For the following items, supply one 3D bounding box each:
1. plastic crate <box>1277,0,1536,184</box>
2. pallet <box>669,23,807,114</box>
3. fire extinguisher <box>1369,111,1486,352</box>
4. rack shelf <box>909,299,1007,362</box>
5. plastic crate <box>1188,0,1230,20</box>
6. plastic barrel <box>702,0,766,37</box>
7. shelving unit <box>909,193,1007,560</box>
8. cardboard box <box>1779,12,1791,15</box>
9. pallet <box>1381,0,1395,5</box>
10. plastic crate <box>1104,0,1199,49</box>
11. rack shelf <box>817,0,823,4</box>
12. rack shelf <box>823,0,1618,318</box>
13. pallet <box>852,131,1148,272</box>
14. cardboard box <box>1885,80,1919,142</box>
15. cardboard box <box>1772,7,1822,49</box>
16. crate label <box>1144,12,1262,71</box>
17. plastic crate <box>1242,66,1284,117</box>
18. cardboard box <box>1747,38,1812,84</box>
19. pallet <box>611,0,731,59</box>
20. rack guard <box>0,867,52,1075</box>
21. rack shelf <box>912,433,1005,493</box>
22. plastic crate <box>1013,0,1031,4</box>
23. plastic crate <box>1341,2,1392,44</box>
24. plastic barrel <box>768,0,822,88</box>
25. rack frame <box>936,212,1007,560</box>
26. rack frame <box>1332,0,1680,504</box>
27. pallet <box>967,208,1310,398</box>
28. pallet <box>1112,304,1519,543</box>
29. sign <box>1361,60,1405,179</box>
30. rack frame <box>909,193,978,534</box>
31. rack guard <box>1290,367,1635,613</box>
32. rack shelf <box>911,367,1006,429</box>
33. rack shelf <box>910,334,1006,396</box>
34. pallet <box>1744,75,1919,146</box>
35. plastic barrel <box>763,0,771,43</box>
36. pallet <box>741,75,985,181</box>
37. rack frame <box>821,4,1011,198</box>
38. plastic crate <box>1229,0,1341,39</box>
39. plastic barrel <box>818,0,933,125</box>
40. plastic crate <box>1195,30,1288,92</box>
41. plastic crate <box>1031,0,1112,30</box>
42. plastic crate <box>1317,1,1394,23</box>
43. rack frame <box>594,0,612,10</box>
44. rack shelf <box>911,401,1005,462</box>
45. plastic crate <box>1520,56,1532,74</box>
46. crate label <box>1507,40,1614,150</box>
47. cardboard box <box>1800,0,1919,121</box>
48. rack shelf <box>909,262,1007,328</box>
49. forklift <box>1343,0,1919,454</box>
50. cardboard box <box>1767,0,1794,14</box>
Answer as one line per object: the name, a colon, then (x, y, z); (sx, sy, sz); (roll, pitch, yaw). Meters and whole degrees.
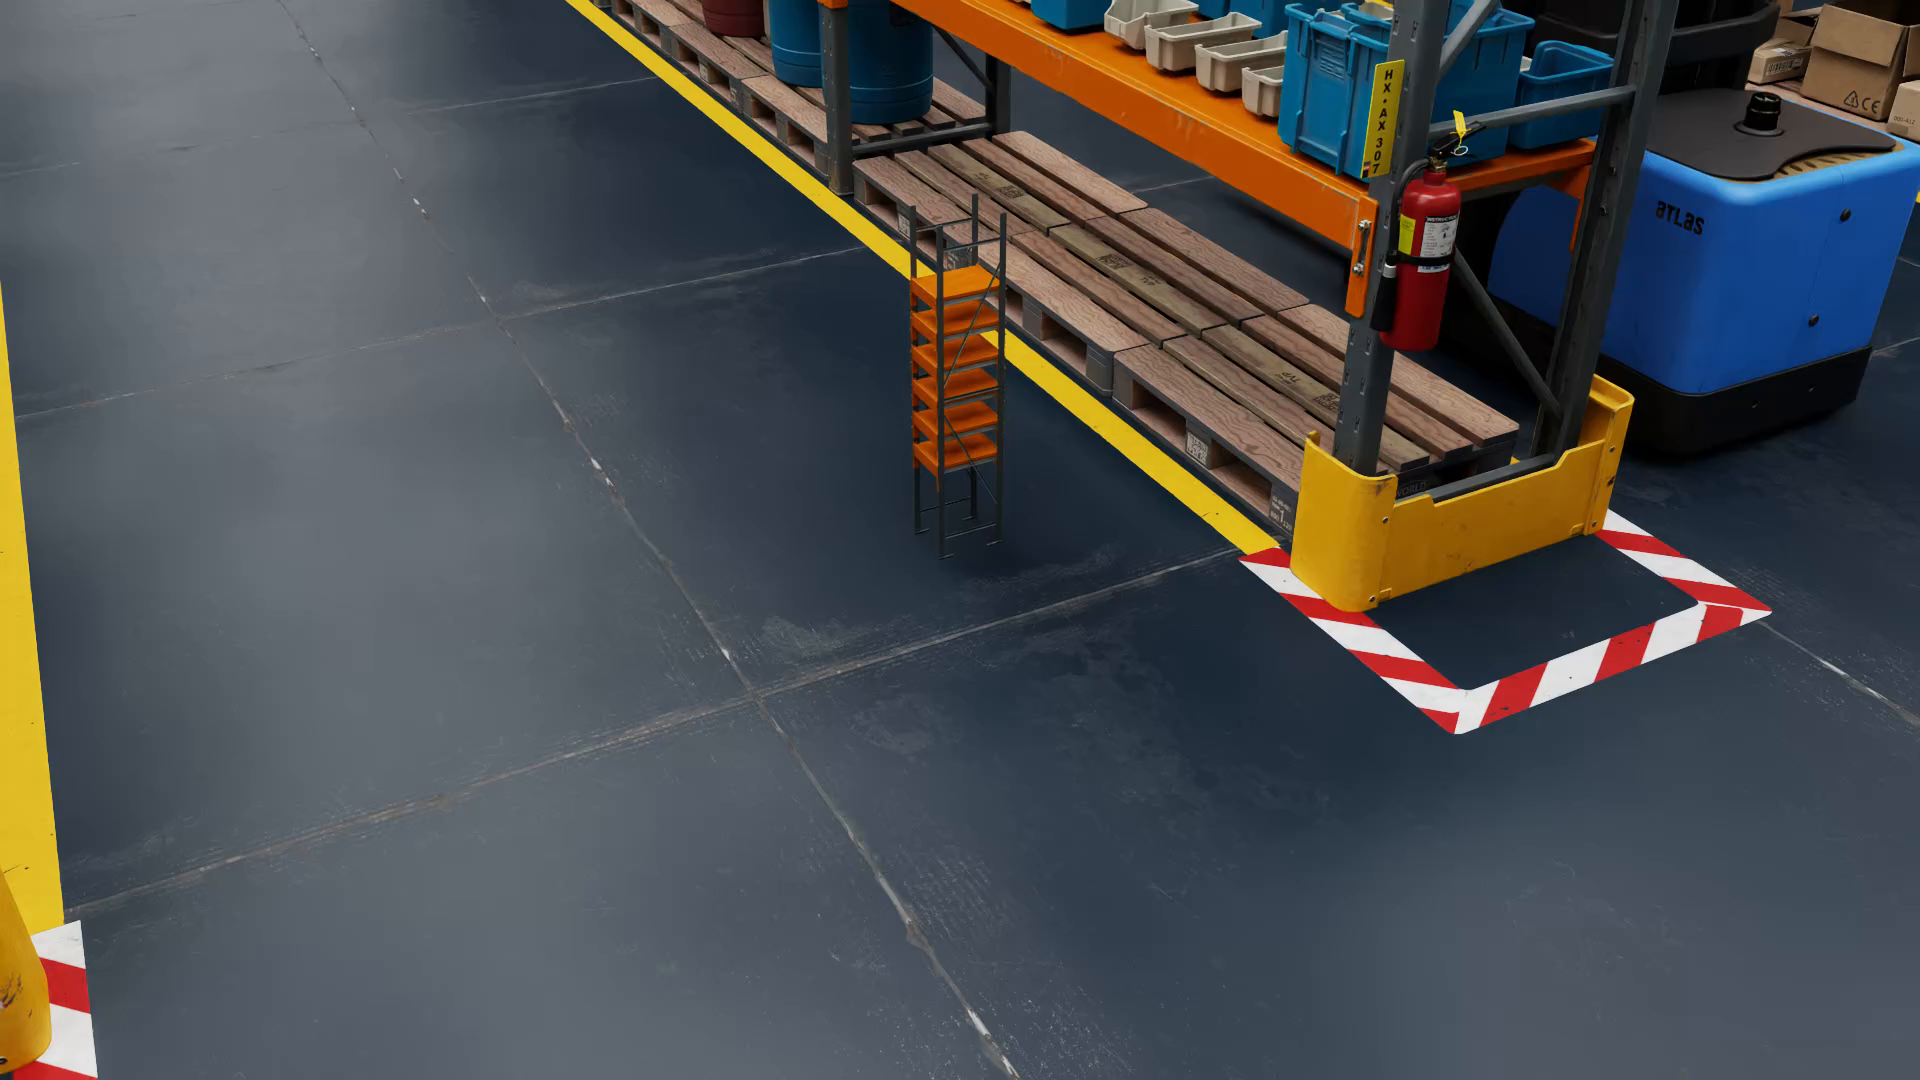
plastic crate: (1.340, -1.405, 5.074); (0.616, 0.435, 0.499); (-16, 36, -23)
pallet: (-1.100, -2.948, 10.156); (1.003, 0.211, 1.213); (-16, 36, -23)
fire extinguisher: (1.329, -0.876, 4.754); (0.296, 0.674, 0.183); (-16, 36, -23)
rack shelf: (-0.007, -0.677, 5.332); (0.258, 0.103, 0.180); (-16, 36, -23)
plastic crate: (1.083, -2.179, 6.470); (0.416, 0.233, 0.300); (-16, 36, -23)
plastic barrel: (-1.299, -3.463, 10.221); (0.600, 0.588, 0.708); (-16, 36, -23)
shelving unit: (-0.007, -0.512, 5.437); (0.258, 1.200, 0.189); (-16, 36, -23)
cardboard box: (4.924, -3.025, 9.926); (0.380, 0.149, 0.250); (-16, 36, -23)
pallet: (3.194, -4.192, 12.098); (1.003, 0.211, 1.213); (-16, 36, -23)
plastic crate: (0.692, -1.915, 6.147); (0.298, 0.136, 0.250); (-16, 36, -23)
rack shelf: (-1.136, -3.812, 9.587); (1.077, 0.370, 4.000); (-16, 36, -23)
rack shelf: (0.729, -1.903, 6.607); (1.077, 0.370, 4.000); (-16, 36, -23)
pallet: (0.173, -1.645, 8.123); (1.003, 0.211, 1.213); (-16, 36, -23)
cardboard box: (5.157, -2.182, 8.516); (0.500, 0.250, 0.500); (-16, 36, -23)
cardboard box: (5.046, -2.899, 9.580); (0.500, 0.311, 0.500); (-16, 36, -23)
crate label: (0.847, -1.778, 5.934); (0.396, 0.136, 0.243); (-16, 36, -23)
plastic crate: (1.121, -1.510, 5.515); (0.396, 0.136, 0.243); (-16, 36, -23)
cardboard box: (4.596, -2.732, 9.452); (0.380, 0.166, 0.250); (-16, 36, -23)
pallet: (-1.664, -3.530, 11.064); (1.003, 0.211, 1.213); (-16, 36, -23)
rack guard: (-2.709, 1.058, 3.635); (1.175, 0.500, 0.348); (-16, 36, -23)
rack shelf: (-0.007, -0.273, 5.591); (0.258, 0.103, 0.180); (-16, 36, -23)
plastic crate: (0.345, -2.361, 6.709); (0.437, 0.282, 0.530); (-16, 36, -23)
plastic crate: (1.530, -1.721, 5.756); (0.416, 0.233, 0.300); (-16, 36, -23)
plastic barrel: (-0.773, -3.056, 9.295); (0.600, 0.901, 0.708); (-16, 36, -23)
rack frame: (0.036, -0.468, 5.369); (0.240, 1.200, 0.006); (-16, 36, -23)
rack frame: (1.661, -1.252, 4.923); (1.000, 3.000, 0.127); (-16, 36, -23)
pallet: (0.746, -1.062, 7.213); (1.003, 0.211, 1.213); (-16, 36, -23)
pallet: (1.311, -0.481, 6.305); (1.003, 0.211, 1.213); (-16, 36, -23)
sign: (1.182, -1.174, 4.651); (0.100, 0.325, 0.005); (-16, 36, -23)
rack frame: (-0.049, -0.556, 5.505); (0.240, 1.200, 0.006); (-16, 36, -23)
rack guard: (1.684, -0.191, 5.585); (1.175, 0.500, 0.348); (-16, 36, -23)
rack shelf: (-0.007, -0.475, 5.461); (0.258, 0.103, 0.180); (-16, 36, -23)
rack shelf: (-0.007, -0.576, 5.396); (0.258, 0.103, 0.180); (-16, 36, -23)
pallet: (5.072, -2.320, 9.175); (1.003, 0.211, 1.213); (-16, 36, -23)
plastic barrel: (-0.957, -3.184, 9.856); (0.421, 0.512, 0.421); (0, 33, 0)
pallet: (-0.527, -2.365, 9.246); (1.003, 0.211, 1.213); (-16, 36, -23)
rack frame: (-0.204, -3.161, 7.903); (1.000, 3.000, 0.127); (-16, 36, -23)
plastic crate: (1.223, -2.036, 6.246); (0.416, 0.233, 0.300); (-16, 36, -23)
plastic barrel: (-0.442, -2.718, 8.768); (0.600, 0.901, 0.708); (-16, 36, -23)
plastic crate: (0.998, -1.652, 5.736); (0.396, 0.136, 0.243); (-16, 36, -23)
plastic crate: (0.477, -2.122, 6.381); (0.416, 0.233, 0.300); (-16, 36, -23)
plastic crate: (1.445, -1.864, 6.068); (0.250, 0.136, 0.298); (-16, 36, -23)
rack frame: (-2.069, -5.070, 10.882); (1.000, 3.000, 0.127); (-16, 36, -23)
rack shelf: (-0.007, -0.374, 5.526); (0.258, 0.103, 0.180); (-16, 36, -23)
plastic crate: (1.761, -1.541, 5.563); (0.250, 0.136, 0.298); (-16, 36, -23)
crate label: (1.837, -1.407, 5.265); (0.416, 0.233, 0.303); (-16, 36, -23)
cardboard box: (5.060, -2.644, 9.002); (0.797, 0.503, 0.637); (-16, 36, -23)
rack shelf: (-0.007, -0.778, 5.267); (0.258, 0.103, 0.180); (-16, 36, -23)
forklift: (2.385, -2.327, 6.664); (1.130, 2.935, 3.031); (-15, 36, -22)
cardboard box: (4.696, -3.337, 10.087); (0.500, 0.500, 0.500); (-16, 36, -23)
